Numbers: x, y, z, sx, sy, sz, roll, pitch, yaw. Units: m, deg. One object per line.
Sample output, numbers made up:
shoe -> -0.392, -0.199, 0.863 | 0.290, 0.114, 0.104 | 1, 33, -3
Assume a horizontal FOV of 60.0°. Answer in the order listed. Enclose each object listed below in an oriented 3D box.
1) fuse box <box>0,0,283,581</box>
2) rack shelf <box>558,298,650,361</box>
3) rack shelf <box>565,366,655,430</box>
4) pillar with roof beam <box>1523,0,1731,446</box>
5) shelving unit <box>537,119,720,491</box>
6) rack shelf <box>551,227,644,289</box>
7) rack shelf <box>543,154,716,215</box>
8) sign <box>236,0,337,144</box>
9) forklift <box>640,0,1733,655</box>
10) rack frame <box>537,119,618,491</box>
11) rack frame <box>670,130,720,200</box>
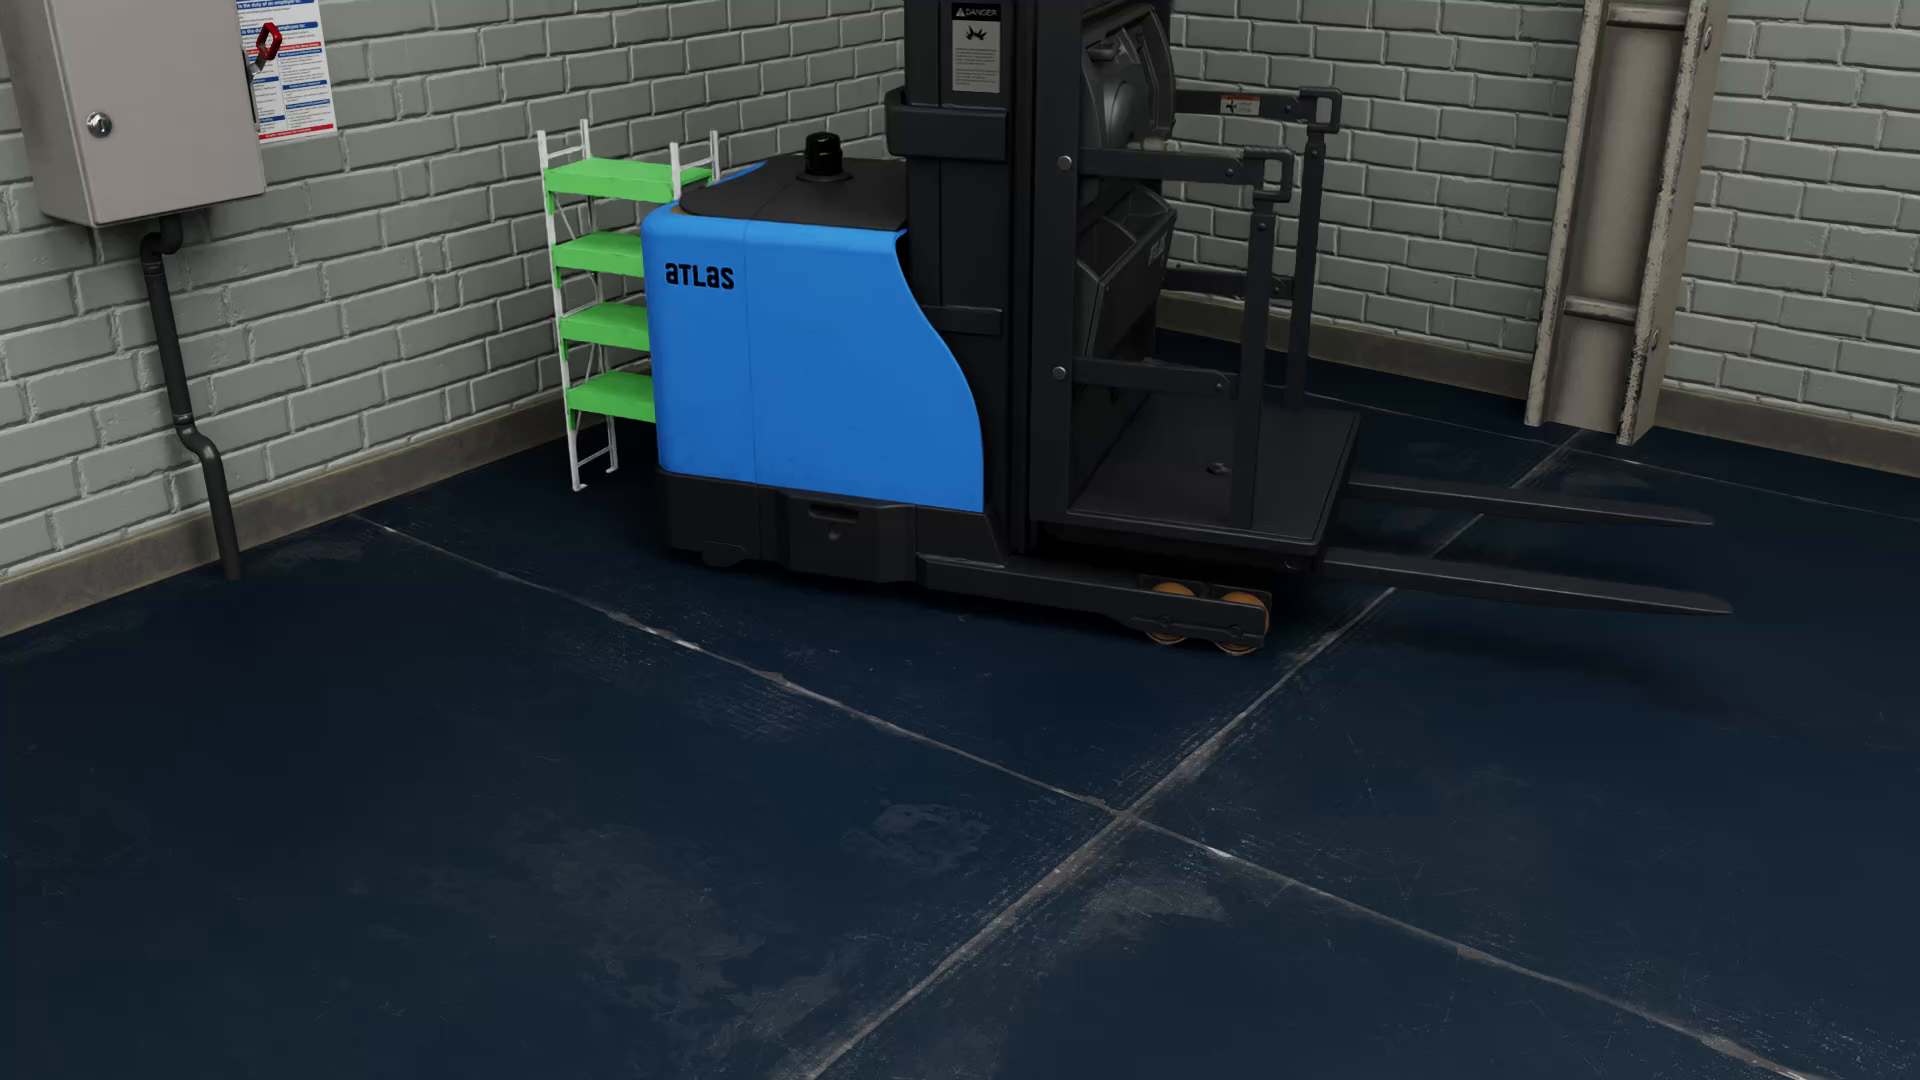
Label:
fuse box -> -2.144, -0.674, 4.659 | 0.414, 1.711, 0.539 | 17, 29, 33
rack shelf -> -1.031, -0.660, 5.417 | 0.480, 0.148, 0.258 | 10, 26, 22
rack shelf -> -1.031, -0.440, 5.514 | 0.480, 0.148, 0.258 | 10, 26, 22
pillar with roof beam -> -0.219, -3.167, 1.278 | 0.400, 9.000, 9.100 | 17, 29, 33
shelving unit -> -1.031, -0.718, 5.391 | 0.503, 1.200, 0.258 | 10, 26, 22
rack shelf -> -1.031, -0.879, 5.320 | 0.480, 0.148, 0.258 | 10, 26, 22
rack shelf -> -1.031, -1.099, 5.224 | 0.480, 0.148, 0.258 | 10, 26, 22
sign -> -2.013, -1.430, 4.893 | 0.001, 0.494, 0.329 | 17, 29, 33
forklift -> 0.653, -1.270, 4.496 | 3.031, 2.935, 1.130 | 8, 25, 17
rack frame -> -1.253, -0.759, 5.484 | 0.015, 1.200, 0.240 | 10, 26, 22
rack frame -> -0.809, -0.677, 5.298 | 0.015, 1.200, 0.240 | 10, 26, 22
